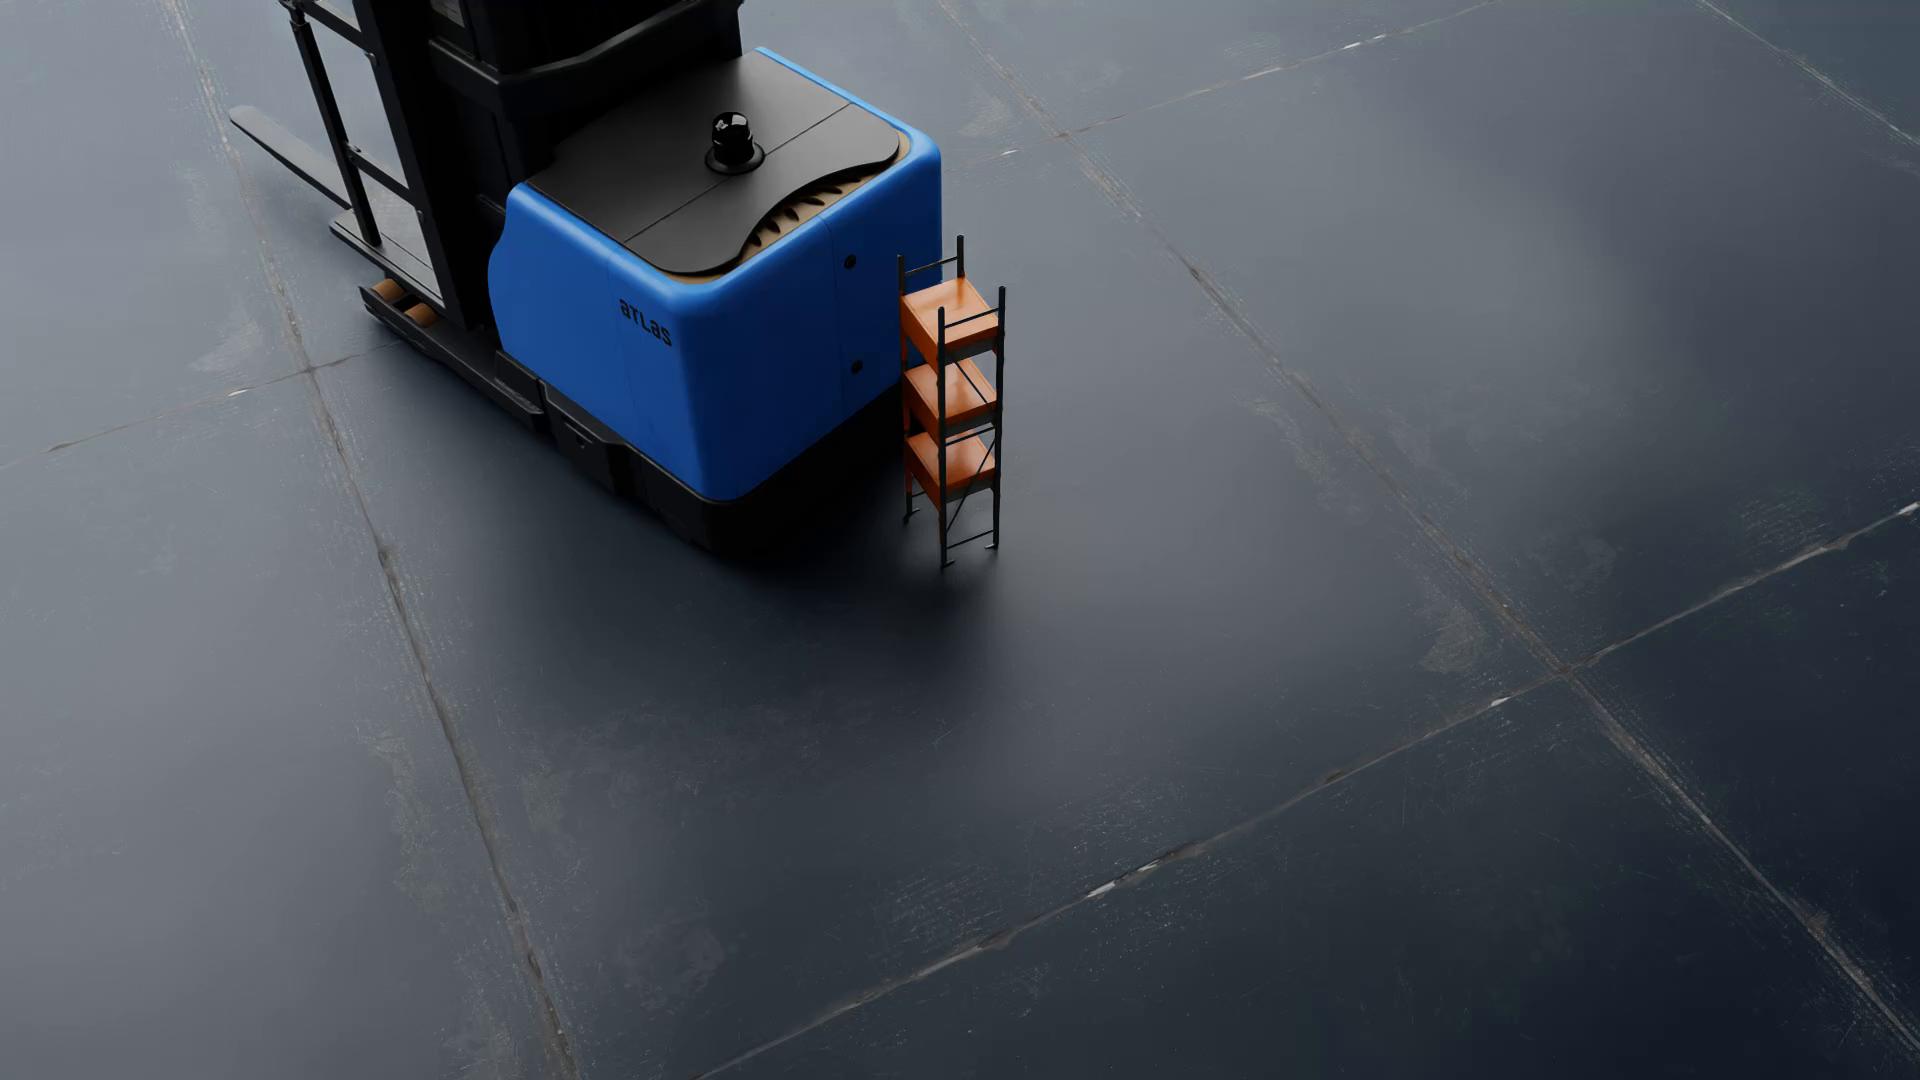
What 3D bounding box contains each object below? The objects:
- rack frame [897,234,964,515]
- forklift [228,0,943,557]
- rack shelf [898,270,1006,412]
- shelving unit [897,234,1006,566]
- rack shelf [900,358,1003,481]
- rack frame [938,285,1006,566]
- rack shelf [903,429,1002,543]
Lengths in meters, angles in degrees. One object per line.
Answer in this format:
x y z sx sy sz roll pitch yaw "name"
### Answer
-0.080 -0.463 4.958 0.200 1.050 0.008 -21 52 -18 "rack frame"
-1.470 -1.888 4.954 3.031 2.935 1.130 34 57 26 "forklift"
-0.024 -0.561 4.681 0.215 0.259 0.240 -21 52 -18 "rack shelf"
-0.024 -0.381 4.886 0.215 1.050 0.252 -21 52 -18 "shelving unit"
-0.024 -0.374 4.894 0.215 0.259 0.240 -21 52 -18 "rack shelf"
0.031 -0.300 4.815 0.200 1.050 0.008 -21 52 -18 "rack frame"
-0.024 -0.192 5.103 0.215 0.259 0.240 -21 52 -18 "rack shelf"
